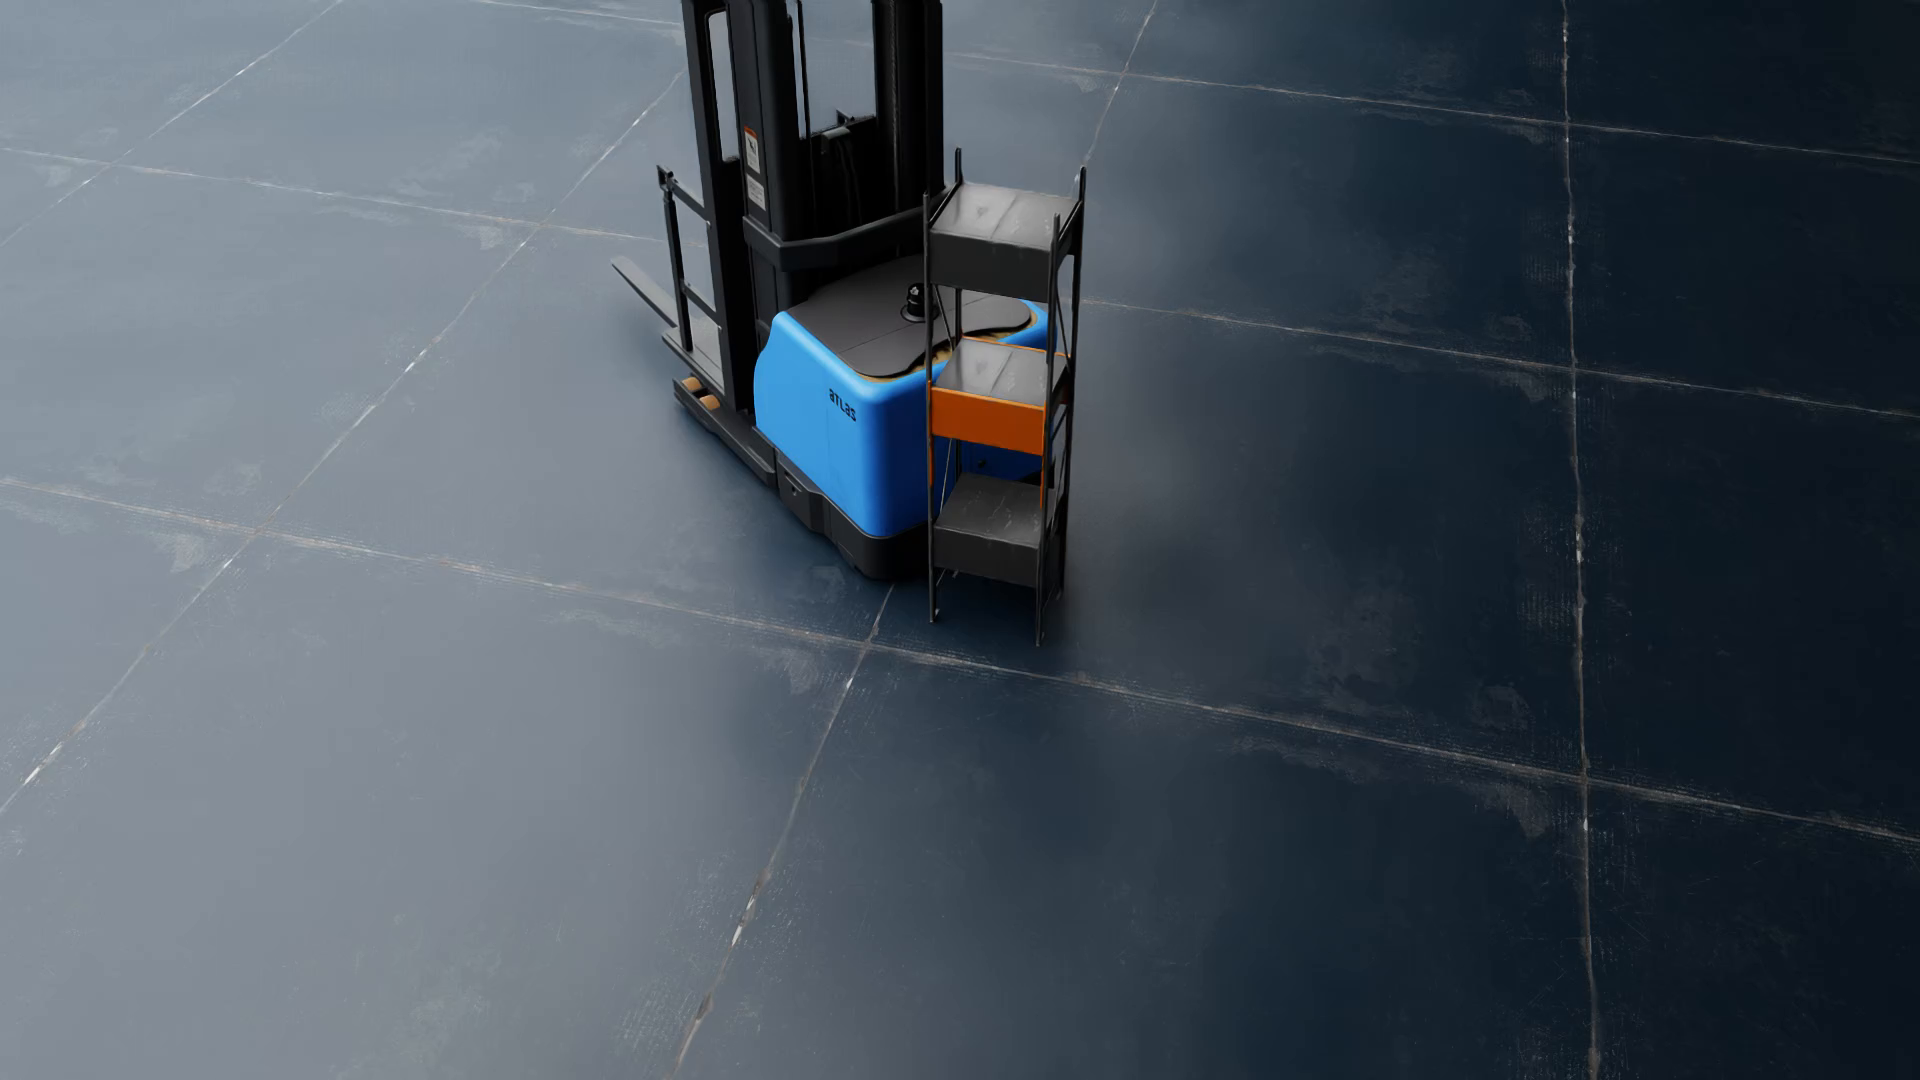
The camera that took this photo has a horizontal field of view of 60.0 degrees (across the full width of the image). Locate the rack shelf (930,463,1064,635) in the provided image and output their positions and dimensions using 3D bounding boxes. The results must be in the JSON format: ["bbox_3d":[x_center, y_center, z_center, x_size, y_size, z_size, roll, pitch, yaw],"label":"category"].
[{"bbox_3d":[0.168,0.037,7.207,0.480,0.518,0.431,12,41,14],"label":"rack shelf"}]

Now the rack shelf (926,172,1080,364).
[{"bbox_3d":[0.168,-1.035,6.307,0.480,0.518,0.431,12,41,14],"label":"rack shelf"}]

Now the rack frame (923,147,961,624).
[{"bbox_3d":[-0.064,-0.558,6.806,0.015,2.100,0.400,12,41,14],"label":"rack frame"}]

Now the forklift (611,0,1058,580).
[{"bbox_3d":[-0.813,-1.853,7.702,1.130,2.935,3.031,-24,46,-26],"label":"forklift"}]

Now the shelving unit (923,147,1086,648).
[{"bbox_3d":[0.168,-0.509,6.748,0.503,2.100,0.431,12,41,14],"label":"shelving unit"}]

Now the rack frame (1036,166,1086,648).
[{"bbox_3d":[0.400,-0.460,6.690,0.015,2.100,0.400,12,41,14],"label":"rack frame"}]

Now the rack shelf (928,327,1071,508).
[{"bbox_3d":[0.168,-0.499,6.757,0.480,0.518,0.431,12,41,14],"label":"rack shelf"}]
